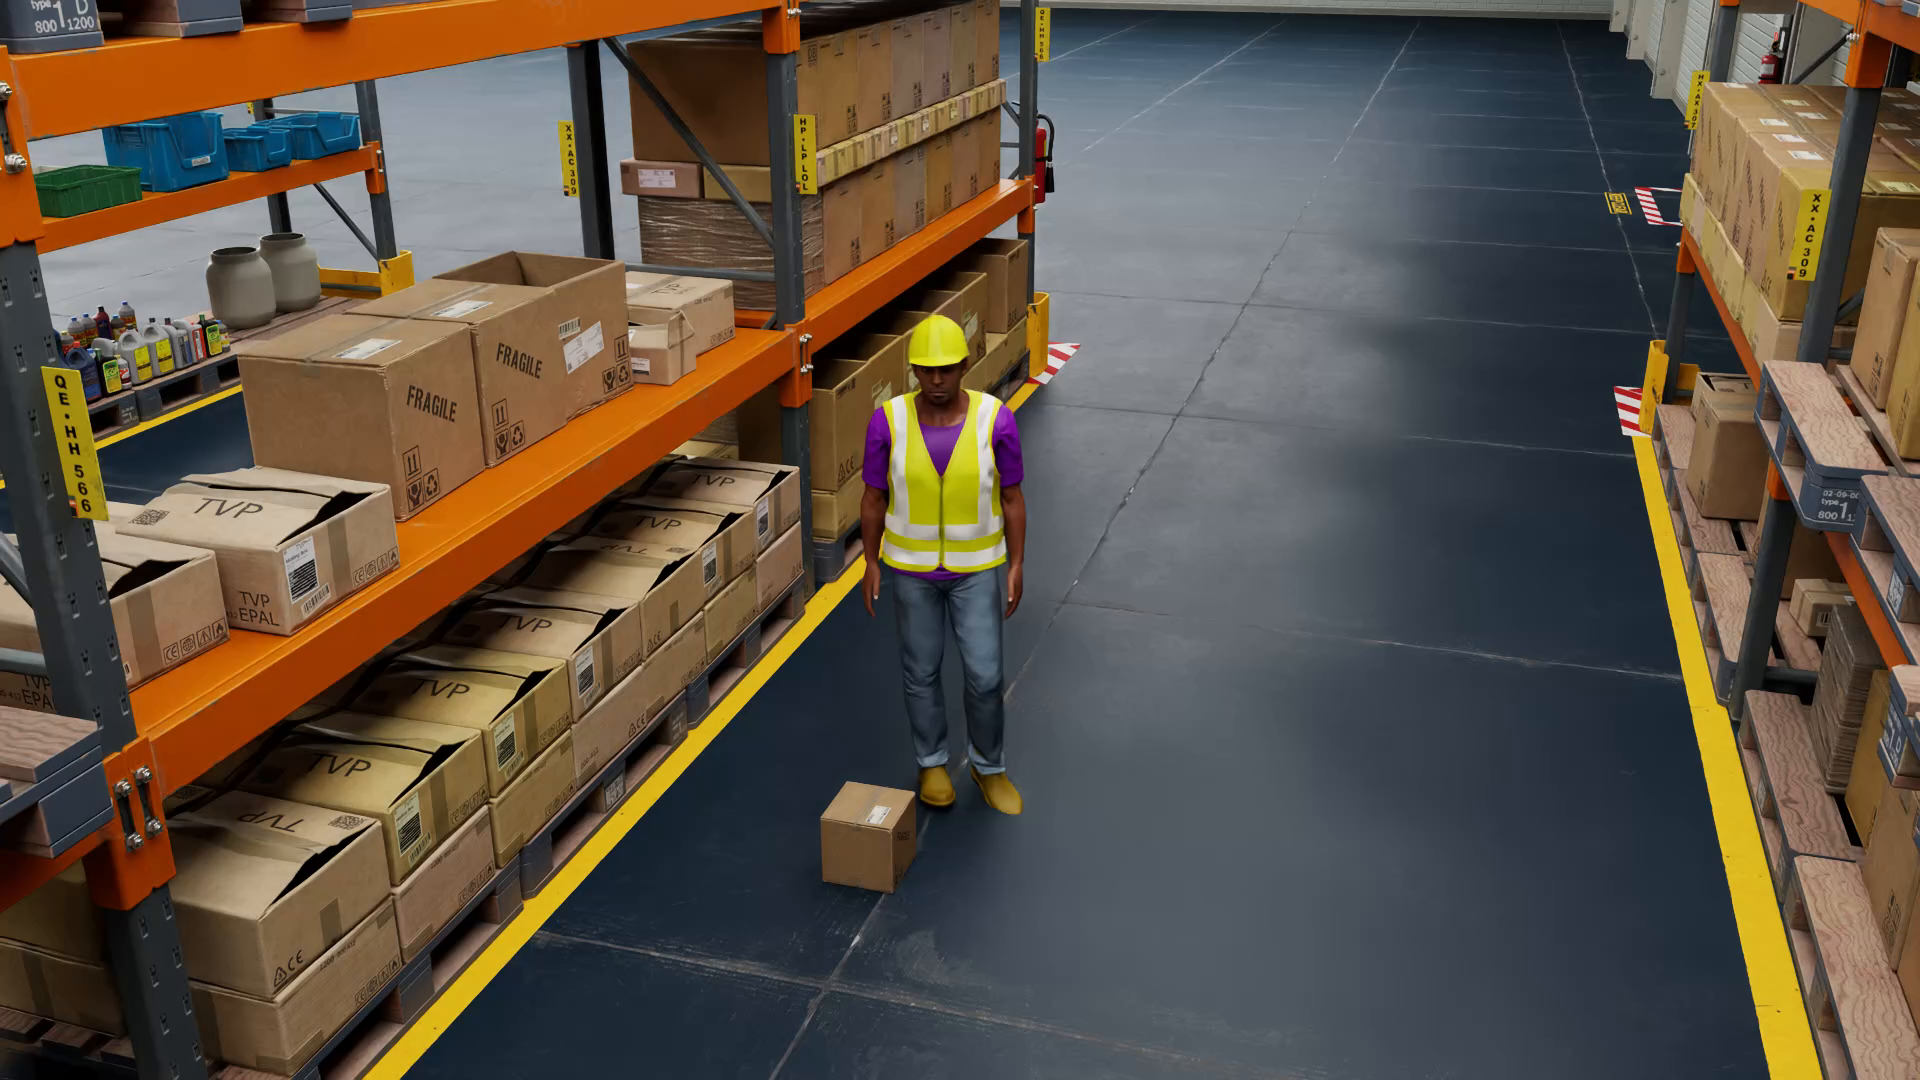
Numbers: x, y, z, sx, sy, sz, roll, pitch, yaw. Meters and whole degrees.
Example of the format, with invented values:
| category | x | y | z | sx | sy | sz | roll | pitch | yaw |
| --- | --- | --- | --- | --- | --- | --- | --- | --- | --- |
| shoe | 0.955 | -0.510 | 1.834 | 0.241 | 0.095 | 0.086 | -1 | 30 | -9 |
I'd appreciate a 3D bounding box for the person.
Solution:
| category | x | y | z | sx | sy | sz | roll | pitch | yaw |
| --- | --- | --- | --- | --- | --- | --- | --- | --- | --- |
| person | -0.055 | 0.114 | 5.806 | 0.587 | 1.808 | 0.391 | 1 | 22 | 2 |
